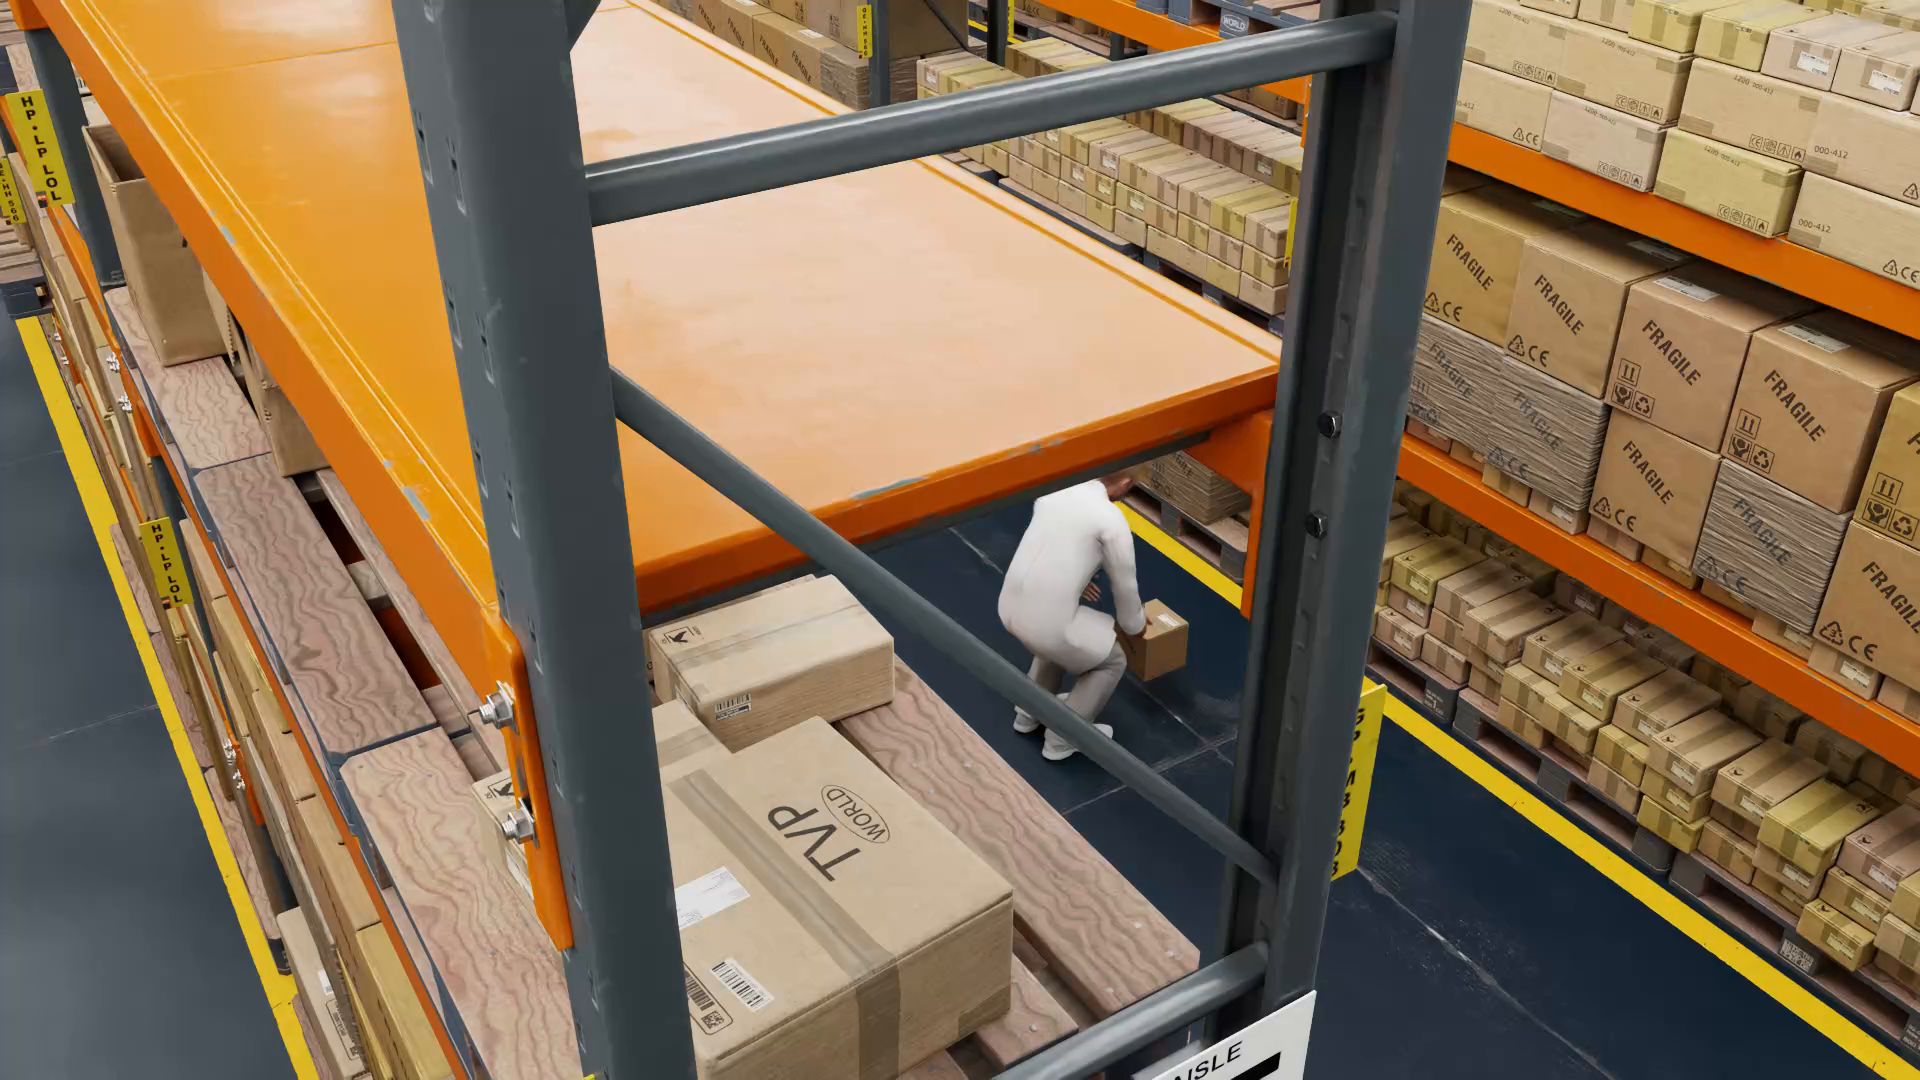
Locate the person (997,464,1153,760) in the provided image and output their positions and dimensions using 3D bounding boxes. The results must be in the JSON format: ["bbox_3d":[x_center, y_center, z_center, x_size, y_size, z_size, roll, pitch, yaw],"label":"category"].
[{"bbox_3d":[0.494,0.283,7.549,0.718,1.412,0.633,-19,37,-27],"label":"person"}]
